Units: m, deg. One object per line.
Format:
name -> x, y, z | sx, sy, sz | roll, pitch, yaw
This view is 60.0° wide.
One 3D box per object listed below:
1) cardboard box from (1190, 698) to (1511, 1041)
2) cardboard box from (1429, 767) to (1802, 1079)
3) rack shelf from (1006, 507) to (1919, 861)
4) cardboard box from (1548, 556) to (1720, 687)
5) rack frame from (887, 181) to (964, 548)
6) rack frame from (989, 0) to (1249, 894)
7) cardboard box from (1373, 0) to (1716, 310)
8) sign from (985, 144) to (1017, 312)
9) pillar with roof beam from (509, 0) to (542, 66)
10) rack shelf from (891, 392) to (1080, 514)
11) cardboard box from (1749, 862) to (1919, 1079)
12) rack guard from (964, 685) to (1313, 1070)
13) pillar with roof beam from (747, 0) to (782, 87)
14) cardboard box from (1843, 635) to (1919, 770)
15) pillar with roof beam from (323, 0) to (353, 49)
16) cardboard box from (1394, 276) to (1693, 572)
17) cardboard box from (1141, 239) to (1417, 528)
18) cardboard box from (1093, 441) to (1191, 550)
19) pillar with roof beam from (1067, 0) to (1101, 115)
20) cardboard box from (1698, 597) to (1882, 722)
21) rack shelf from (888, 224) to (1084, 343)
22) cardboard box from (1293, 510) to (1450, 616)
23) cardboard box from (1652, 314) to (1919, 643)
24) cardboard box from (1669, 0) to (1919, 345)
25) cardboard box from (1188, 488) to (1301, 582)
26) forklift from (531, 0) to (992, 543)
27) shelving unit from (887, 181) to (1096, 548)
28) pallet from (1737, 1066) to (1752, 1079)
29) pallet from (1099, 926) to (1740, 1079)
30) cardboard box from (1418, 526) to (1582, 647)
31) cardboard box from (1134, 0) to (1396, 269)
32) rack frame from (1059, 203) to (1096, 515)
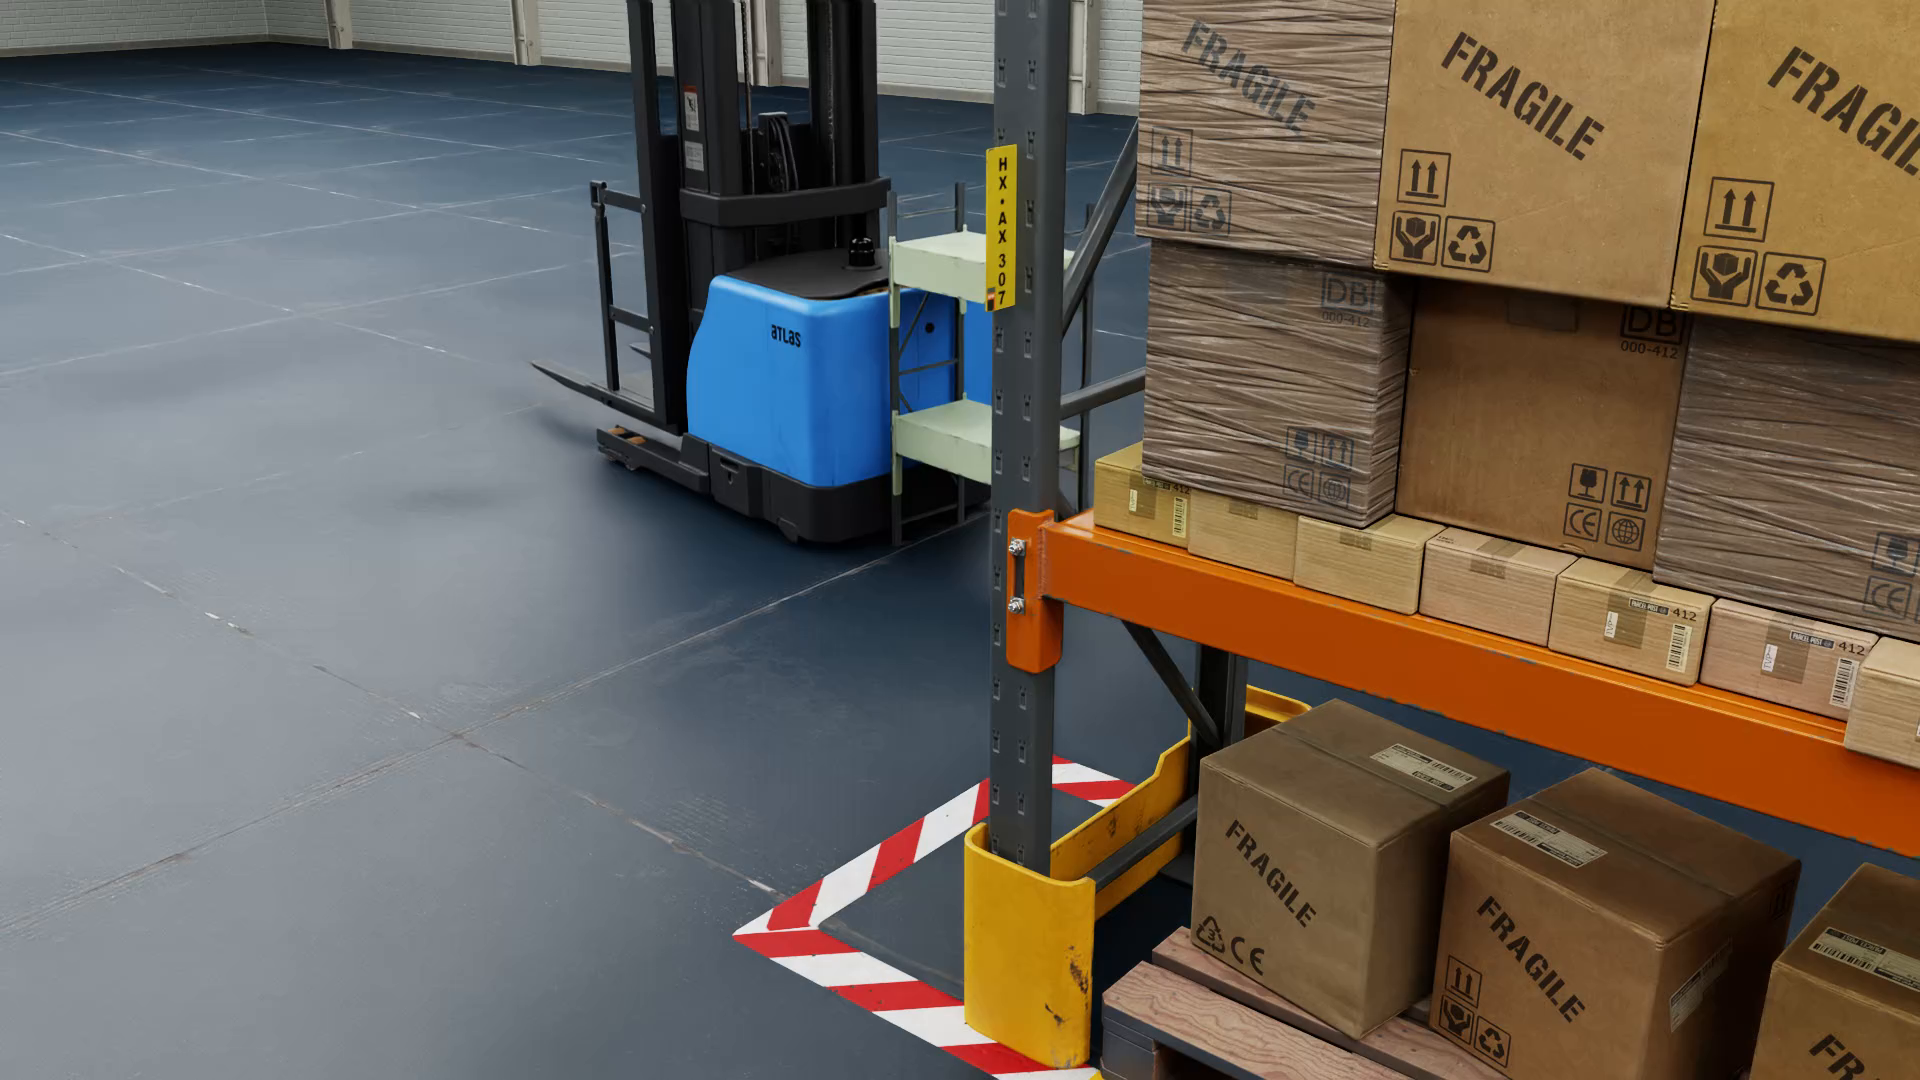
cardboard box -> 0.901, 0.746, 3.886 | 0.500, 0.500, 0.500 | -17, 26, -37
cardboard box -> 1.386, 0.870, 3.558 | 0.500, 0.500, 0.500 | -14, 25, -33
rack shelf -> 1.977, 0.412, 2.845 | 4.000, 0.370, 1.077 | 16, 26, 36
cardboard box -> 1.260, 0.104, 2.997 | 0.250, 0.149, 0.380 | 16, 26, 36
rack frame -> -0.136, -0.718, 6.947 | 0.400, 1.500, 0.023 | -18, 27, -40
rack frame -> 0.428, -0.371, 3.901 | 0.127, 3.000, 1.000 | 16, 26, 36
cardboard box -> 1.065, -0.714, 2.831 | 0.500, 0.500, 0.500 | 16, 26, 36
sign -> 0.085, -0.628, 3.355 | 0.005, 0.325, 0.100 | 16, 26, 36
pillar with roof beam -> -10.402, -11.498, 24.906 | 0.400, 9.000, 9.100 | 16, 26, 36
rack shelf -> 0.114, -0.319, 6.812 | 0.431, 0.370, 0.720 | -18, 27, -40
cardboard box -> 1.859, 1.015, 3.173 | 0.500, 0.500, 0.500 | 19, 28, 41
rack guard -> 0.487, 0.816, 4.297 | 0.348, 0.500, 1.175 | 16, 26, 36
pillar with roof beam -> -5.754, -10.160, 21.356 | 0.400, 9.000, 9.100 | 16, 26, 36
cardboard box -> 1.599, 0.236, 2.646 | 0.250, 0.149, 0.380 | 16, 26, 36
pillar with roof beam -> -15.051, -12.837, 28.455 | 0.400, 9.000, 9.100 | 16, 26, 36
cardboard box -> 1.300, -0.348, 3.277 | 0.500, 0.500, 0.875 | 16, 26, 36
cardboard box -> 0.837, -0.427, 3.486 | 0.500, 0.500, 0.875 | 16, 26, 36
cardboard box -> 0.498, -0.125, 3.604 | 0.250, 0.149, 0.380 | 16, 26, 36
pillar with roof beam -> -1.106, -8.821, 17.806 | 0.400, 9.000, 9.100 | 16, 26, 36
cardboard box -> 1.471, 0.152, 2.869 | 0.250, 0.149, 0.380 | 16, 26, 36
rack shelf -> 0.114, -0.989, 6.559 | 0.431, 0.370, 0.720 | -18, 27, -40
cardboard box -> 0.864, -0.004, 3.283 | 0.250, 0.149, 0.380 | 16, 26, 36
cardboard box -> 1.660, -0.225, 2.950 | 0.500, 0.500, 0.875 | 16, 26, 36
cardboard box -> 1.453, -0.603, 2.536 | 0.500, 0.500, 0.500 | 16, 26, 36
cardboard box -> 0.680, -0.064, 3.442 | 0.250, 0.149, 0.380 | 16, 26, 36
forklift -> -1.134, -1.806, 7.802 | 1.130, 2.935, 3.031 | -16, 26, -37
shelving unit -> 0.114, -0.624, 6.697 | 0.431, 1.500, 0.755 | -18, 27, -40
pallet -> 2.035, 1.414, 3.120 | 1.213, 0.211, 1.003 | 16, 26, 36
pallet -> 1.094, 1.142, 3.842 | 1.213, 0.211, 1.003 | 16, 26, 36
cardboard box -> 1.071, 0.046, 3.150 | 0.250, 0.149, 0.380 | 16, 26, 36
cardboard box -> 0.682, -0.828, 3.131 | 0.500, 0.500, 0.500 | 16, 26, 36
rack frame -> 0.364, -0.529, 6.446 | 0.400, 1.500, 0.023 | -18, 27, -40
